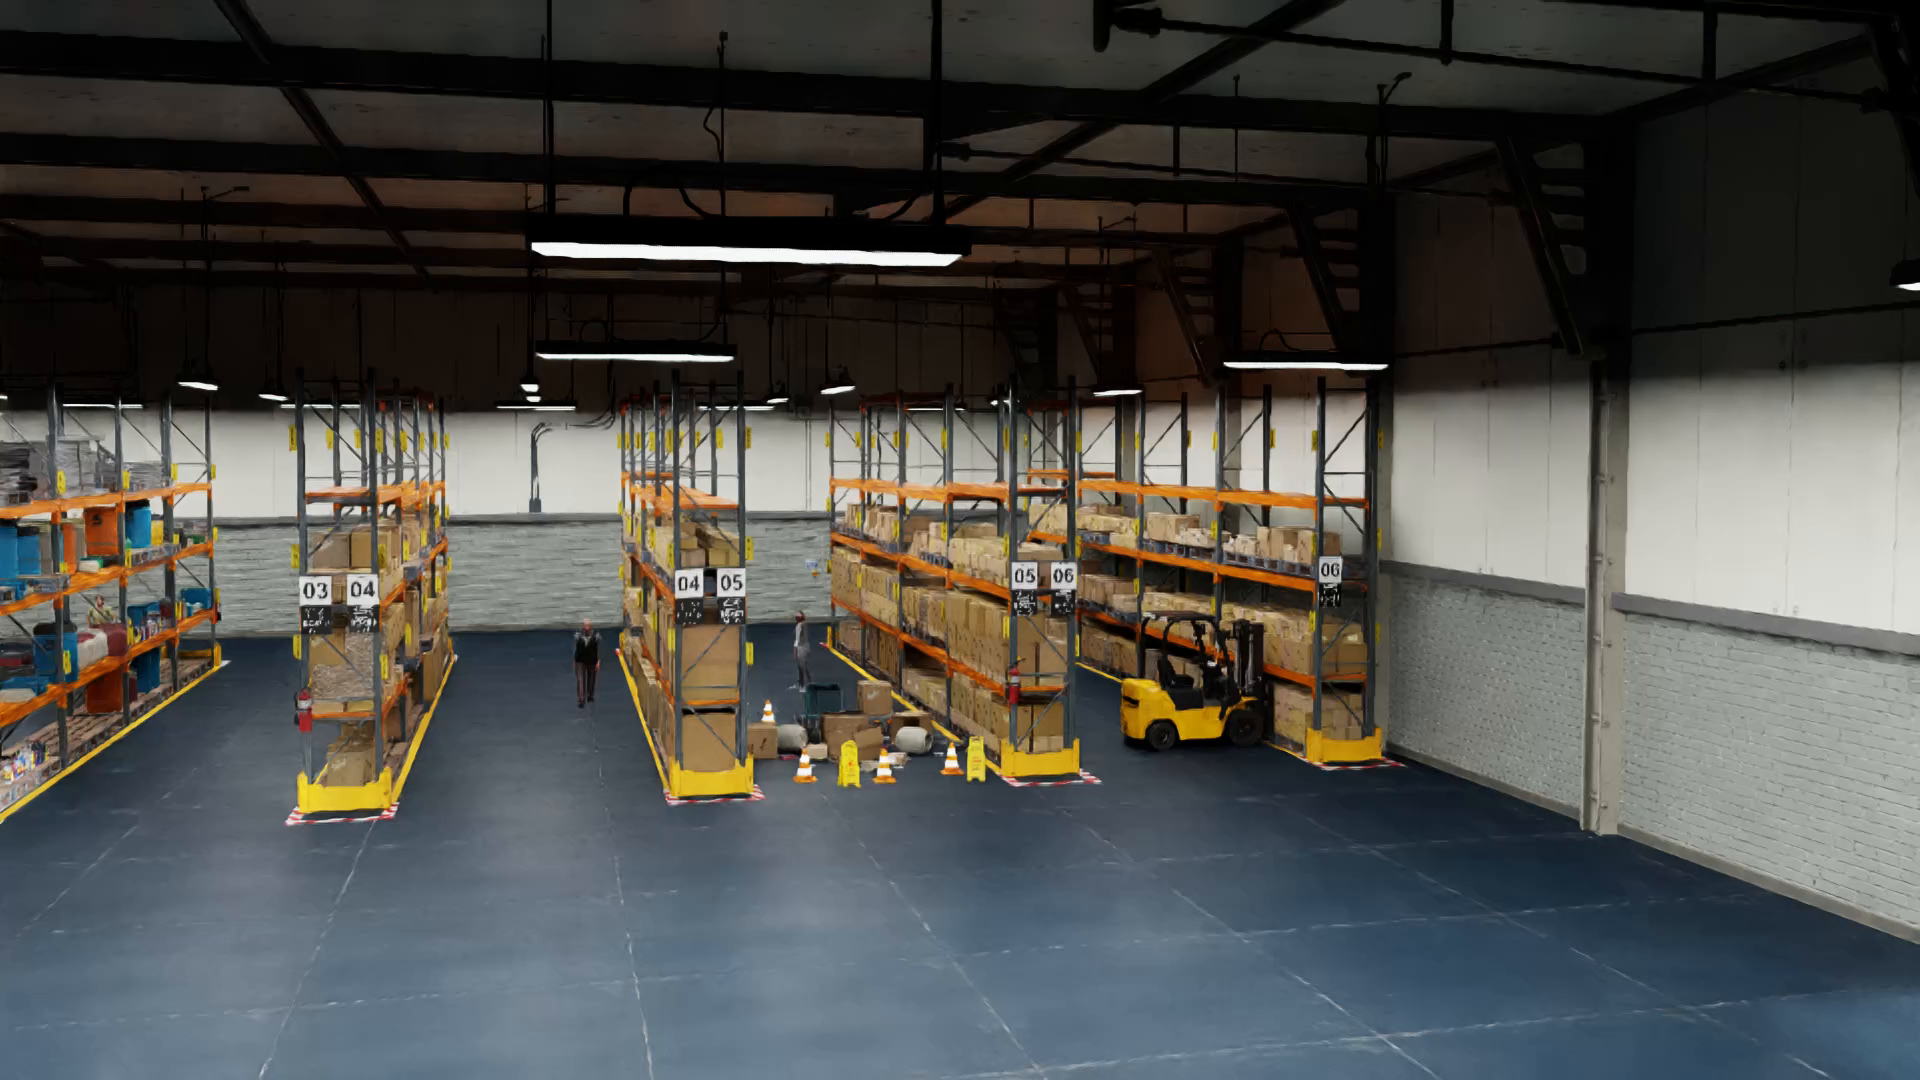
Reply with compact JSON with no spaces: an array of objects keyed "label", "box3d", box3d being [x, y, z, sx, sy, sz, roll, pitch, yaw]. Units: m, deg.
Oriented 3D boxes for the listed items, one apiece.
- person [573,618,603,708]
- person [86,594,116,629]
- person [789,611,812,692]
[{"label":"person","box3d":[-7.011,2.293,31.346,0.544,1.646,1.098,-1,4,-15]},{"label":"person","box3d":[-19.040,2.001,36.866,0.598,1.619,0.507,-1,4,-15]},{"label":"person","box3d":[-3.187,2.212,33.192,0.527,1.590,0.529,1,4,13]}]
